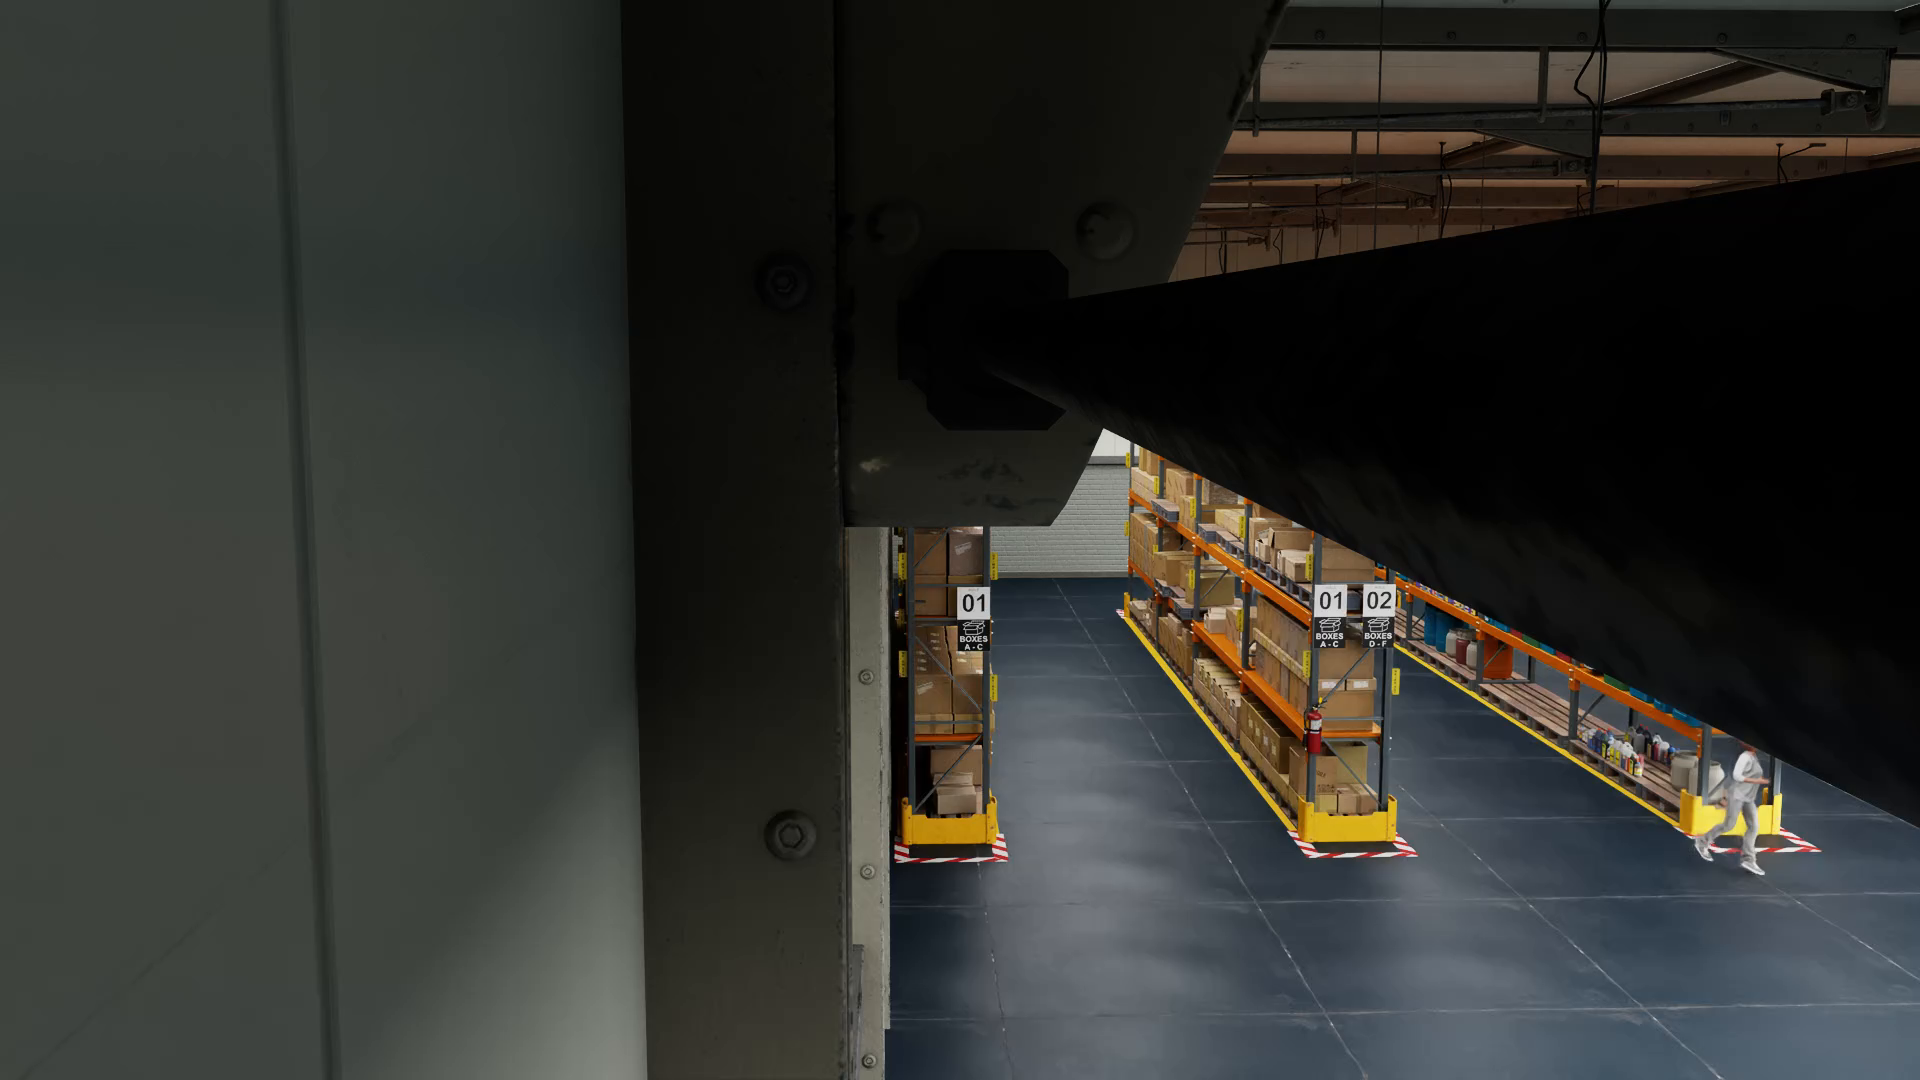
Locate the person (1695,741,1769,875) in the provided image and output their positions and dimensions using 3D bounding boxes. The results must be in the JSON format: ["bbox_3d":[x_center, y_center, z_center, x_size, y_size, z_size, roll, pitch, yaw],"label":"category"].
[{"bbox_3d":[9.184,3.049,19.565,0.564,1.576,0.819,-6,10,-40],"label":"person"}]

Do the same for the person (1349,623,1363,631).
[{"bbox_3d":[7.086,1.725,29.509,0.591,1.651,0.584,-2,7,-12],"label":"person"}]
